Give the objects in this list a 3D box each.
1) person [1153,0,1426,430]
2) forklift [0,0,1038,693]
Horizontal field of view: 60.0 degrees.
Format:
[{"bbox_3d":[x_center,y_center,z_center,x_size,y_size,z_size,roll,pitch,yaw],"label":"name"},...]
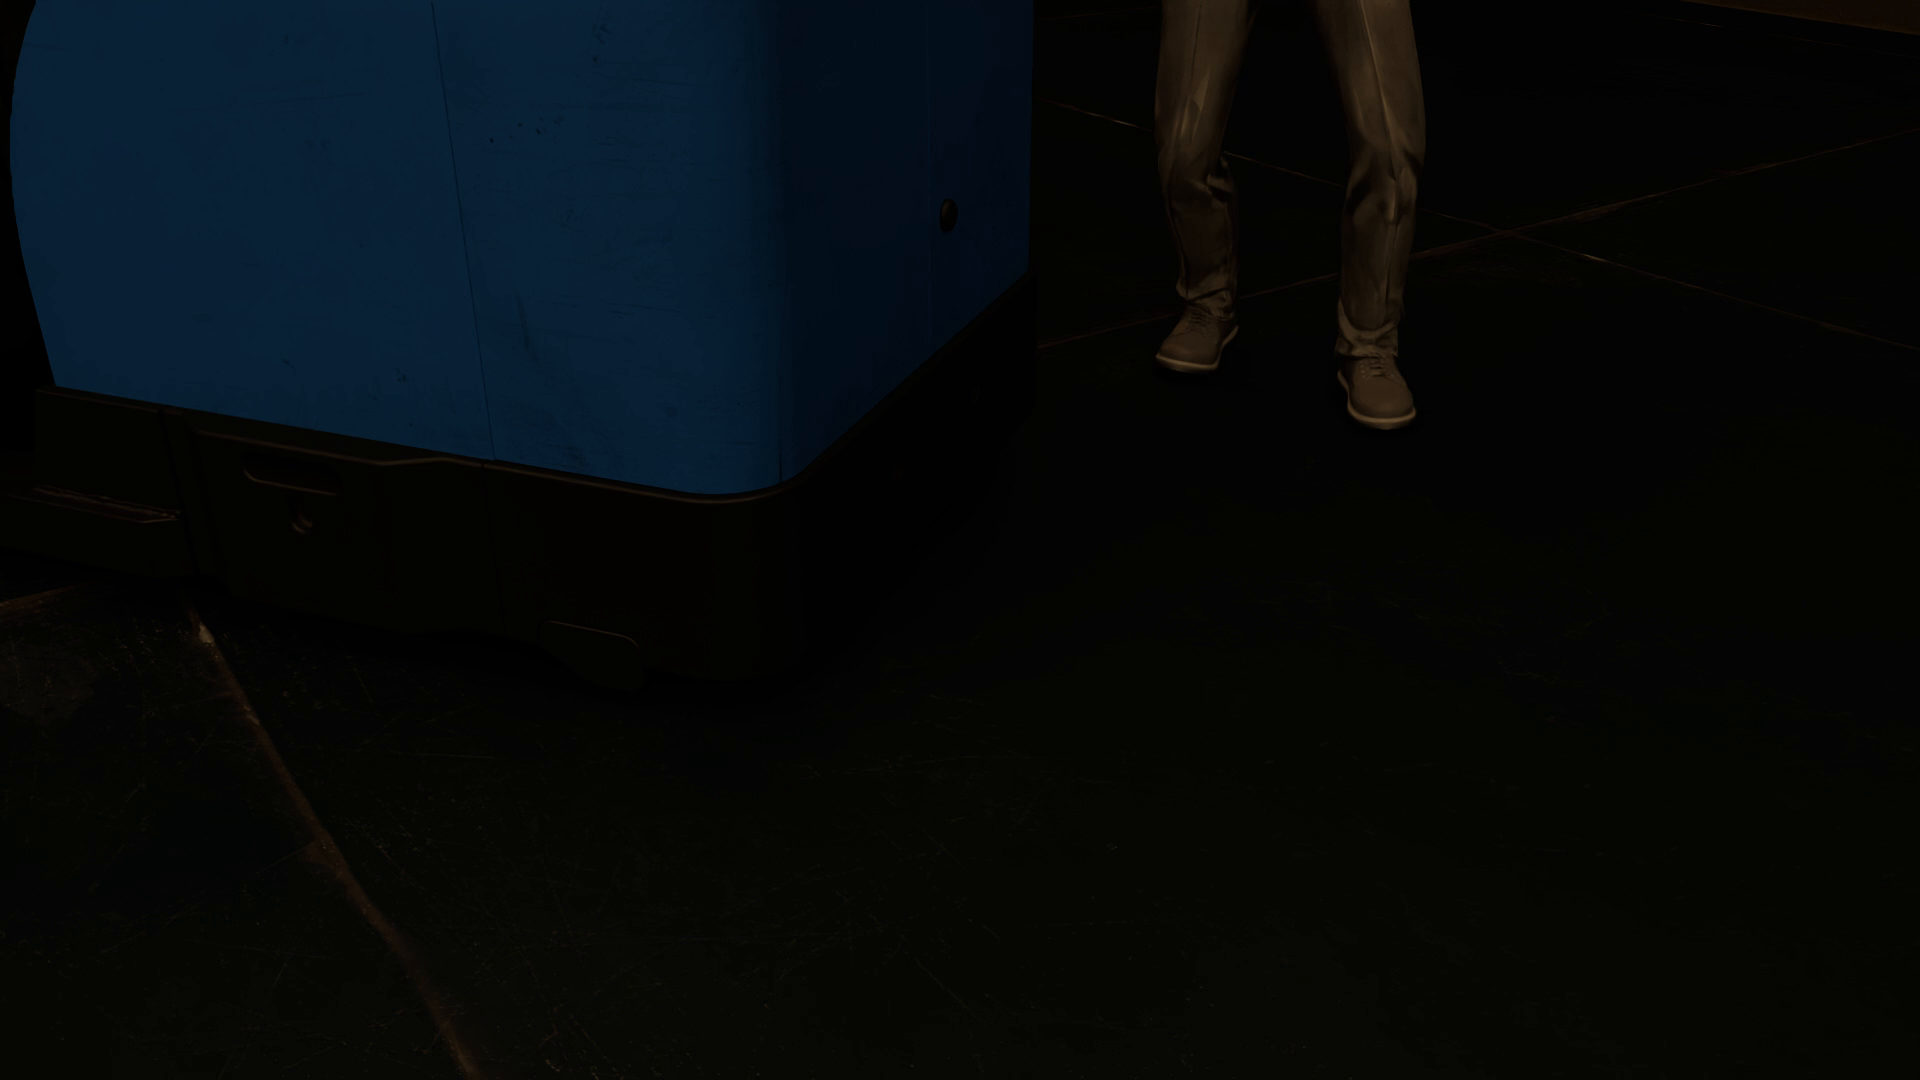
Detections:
[{"bbox_3d":[0.535,-1.028,2.732,0.764,1.625,0.435,7,28,14],"label":"person"},{"bbox_3d":[-1.446,-1.522,2.266,3.031,2.935,1.130,10,28,19],"label":"forklift"}]
